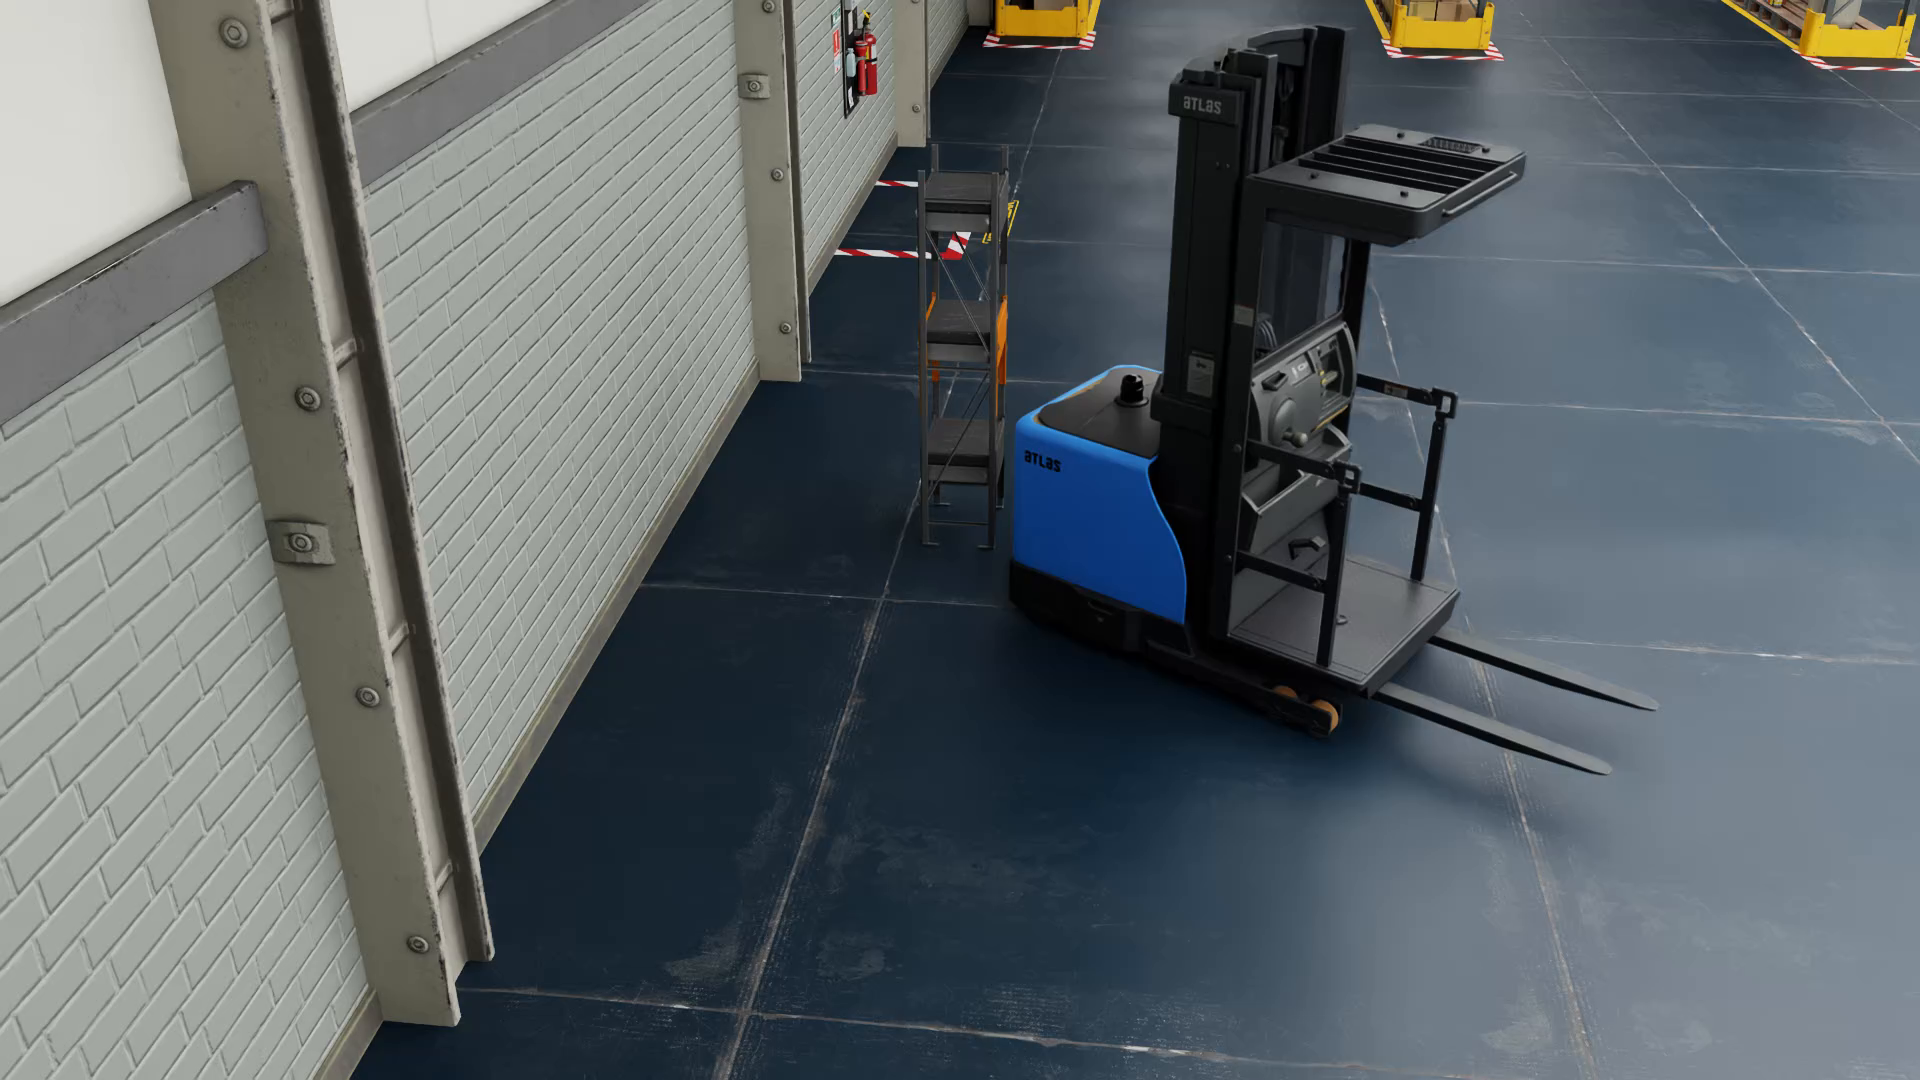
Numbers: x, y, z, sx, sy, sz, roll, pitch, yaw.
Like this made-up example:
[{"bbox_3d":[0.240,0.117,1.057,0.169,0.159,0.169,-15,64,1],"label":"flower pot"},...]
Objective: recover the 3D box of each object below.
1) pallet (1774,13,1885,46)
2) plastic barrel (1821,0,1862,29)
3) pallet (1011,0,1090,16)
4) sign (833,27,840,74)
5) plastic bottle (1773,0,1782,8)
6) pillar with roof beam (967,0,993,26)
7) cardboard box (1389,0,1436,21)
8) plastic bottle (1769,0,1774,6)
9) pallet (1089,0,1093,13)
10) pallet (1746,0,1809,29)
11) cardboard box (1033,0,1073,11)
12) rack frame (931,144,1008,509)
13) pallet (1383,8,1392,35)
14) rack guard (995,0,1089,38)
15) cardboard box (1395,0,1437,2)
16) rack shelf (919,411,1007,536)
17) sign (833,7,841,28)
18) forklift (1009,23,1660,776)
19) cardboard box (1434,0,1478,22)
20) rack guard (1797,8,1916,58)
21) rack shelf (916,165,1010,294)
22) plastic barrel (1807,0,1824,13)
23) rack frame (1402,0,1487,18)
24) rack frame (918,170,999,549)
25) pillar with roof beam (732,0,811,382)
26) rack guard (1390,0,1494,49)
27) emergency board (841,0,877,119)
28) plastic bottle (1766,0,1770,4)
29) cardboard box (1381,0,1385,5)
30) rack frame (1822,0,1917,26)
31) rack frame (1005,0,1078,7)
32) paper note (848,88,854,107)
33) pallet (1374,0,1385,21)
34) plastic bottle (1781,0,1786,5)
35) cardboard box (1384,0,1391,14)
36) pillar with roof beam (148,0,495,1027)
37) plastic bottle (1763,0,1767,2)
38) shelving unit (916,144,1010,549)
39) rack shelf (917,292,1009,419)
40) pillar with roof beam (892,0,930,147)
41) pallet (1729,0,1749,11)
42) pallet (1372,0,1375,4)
[{"bbox_3d":[10.931,-6.378,20.867,1.003,0.211,1.213,3,28,6],"label":"pallet"},{"bbox_3d":[10.868,-6.589,20.499,0.421,0.512,0.421,0,28,0],"label":"plastic barrel"},{"bbox_3d":[1.175,-6.950,21.927,1.003,0.211,1.213,3,28,6],"label":"pallet"},{"bbox_3d":[-0.988,-3.917,13.321,0.001,0.329,0.234,3,28,6],"label":"sign"},{"bbox_3d":[10.653,-7.037,21.636,0.097,0.201,0.097,0,28,0],"label":"plastic bottle"},{"bbox_3d":[4.531,-10.532,19.311,9.100,9.000,0.400,3,28,6],"label":"pillar with roof beam"},{"bbox_3d":[5.720,-6.719,21.016,0.500,0.250,0.500,3,28,6],"label":"cardboard box"},{"bbox_3d":[10.649,-7.129,21.721,0.061,0.283,0.133,4,29,7],"label":"plastic bottle"},{"bbox_3d":[1.327,-7.522,22.990,1.003,0.211,1.213,3,28,6],"label":"pallet"},{"bbox_3d":[11.083,-6.951,21.930,1.003,0.211,1.213,3,28,6],"label":"pallet"},{"bbox_3d":[1.205,-7.092,21.622,0.500,0.311,0.500,0,28,0],"label":"cardboard box"},{"bbox_3d":[0.050,-1.117,9.110,0.400,2.100,0.015,3,28,6],"label":"rack frame"},{"bbox_3d":[6.000,-6.610,21.297,1.003,0.211,1.213,3,28,6],"label":"pallet"},{"bbox_3d":[1.040,-6.697,21.153,1.175,0.500,0.348,3,28,6],"label":"rack guard"},{"bbox_3d":[5.718,-7.049,20.838,0.500,0.500,0.500,3,28,6],"label":"cardboard box"},{"bbox_3d":[0.020,-0.374,9.235,0.431,0.518,0.480,3,28,6],"label":"rack shelf"},{"bbox_3d":[-0.978,-4.152,13.198,0.001,0.109,0.331,3,28,6],"label":"sign"},{"bbox_3d":[1.725,-0.677,7.417,3.031,2.935,1.130,20,34,33],"label":"forklift"},{"bbox_3d":[6.234,-6.689,20.960,0.500,0.250,0.500,3,28,6],"label":"cardboard box"},{"bbox_3d":[10.826,-6.124,20.089,1.175,0.500,0.348,3,28,6],"label":"rack guard"},{"bbox_3d":[0.020,-1.607,8.571,0.431,0.518,0.480,3,28,6],"label":"rack shelf"},{"bbox_3d":[10.929,-6.825,20.937,0.421,0.512,0.421,0,28,0],"label":"plastic barrel"},{"bbox_3d":[5.948,-7.475,19.963,1.000,3.000,0.127,3,28,6],"label":"rack frame"},{"bbox_3d":[-0.010,-0.887,8.683,0.400,2.100,0.015,3,28,6],"label":"rack frame"},{"bbox_3d":[3.060,-4.883,8.827,9.100,9.000,0.400,3,28,6],"label":"pillar with roof beam"},{"bbox_3d":[5.945,-6.363,20.534,1.175,0.500,0.348,3,28,6],"label":"rack guard"},{"bbox_3d":[-0.818,-4.156,13.801,0.194,1.169,0.643,3,28,6],"label":"emergency board"},{"bbox_3d":[10.711,-7.187,21.836,0.152,0.276,0.135,4,29,7],"label":"plastic bottle"},{"bbox_3d":[5.829,-7.191,21.891,0.500,0.250,0.500,3,28,6],"label":"cardboard box"},{"bbox_3d":[10.863,-7.186,19.425,1.000,3.000,0.127,3,28,6],"label":"rack frame"},{"bbox_3d":[1.031,-7.761,20.494,1.000,3.000,0.127,3,28,6],"label":"rack frame"},{"bbox_3d":[-0.908,-3.689,13.863,0.016,0.148,0.142,3,28,6],"label":"paper note"},{"bbox_3d":[6.152,-7.183,22.360,1.003,0.211,1.213,3,28,6],"label":"pallet"},{"bbox_3d":[10.817,-7.184,21.823,0.061,0.283,0.133,3,28,6],"label":"plastic bottle"},{"bbox_3d":[5.769,-6.955,21.454,0.500,0.250,0.500,3,28,6],"label":"cardboard box"},{"bbox_3d":[2.325,-2.059,3.584,9.100,9.000,0.400,3,28,6],"label":"pillar with roof beam"},{"bbox_3d":[10.728,-7.252,21.957,0.152,0.276,0.135,3,28,5],"label":"plastic bottle"},{"bbox_3d":[0.020,-1.002,8.897,0.431,2.100,0.503,3,28,6],"label":"shelving unit"},{"bbox_3d":[0.020,-0.990,8.903,0.431,0.518,0.480,3,28,6],"label":"rack shelf"},{"bbox_3d":[3.795,-7.708,14.069,9.100,9.000,0.400,3,28,6],"label":"pillar with roof beam"},{"bbox_3d":[11.230,-7.527,22.999,1.003,0.211,1.213,3,28,6],"label":"pallet"},{"bbox_3d":[6.299,-7.759,23.429,1.003,0.211,1.213,3,28,6],"label":"pallet"}]
